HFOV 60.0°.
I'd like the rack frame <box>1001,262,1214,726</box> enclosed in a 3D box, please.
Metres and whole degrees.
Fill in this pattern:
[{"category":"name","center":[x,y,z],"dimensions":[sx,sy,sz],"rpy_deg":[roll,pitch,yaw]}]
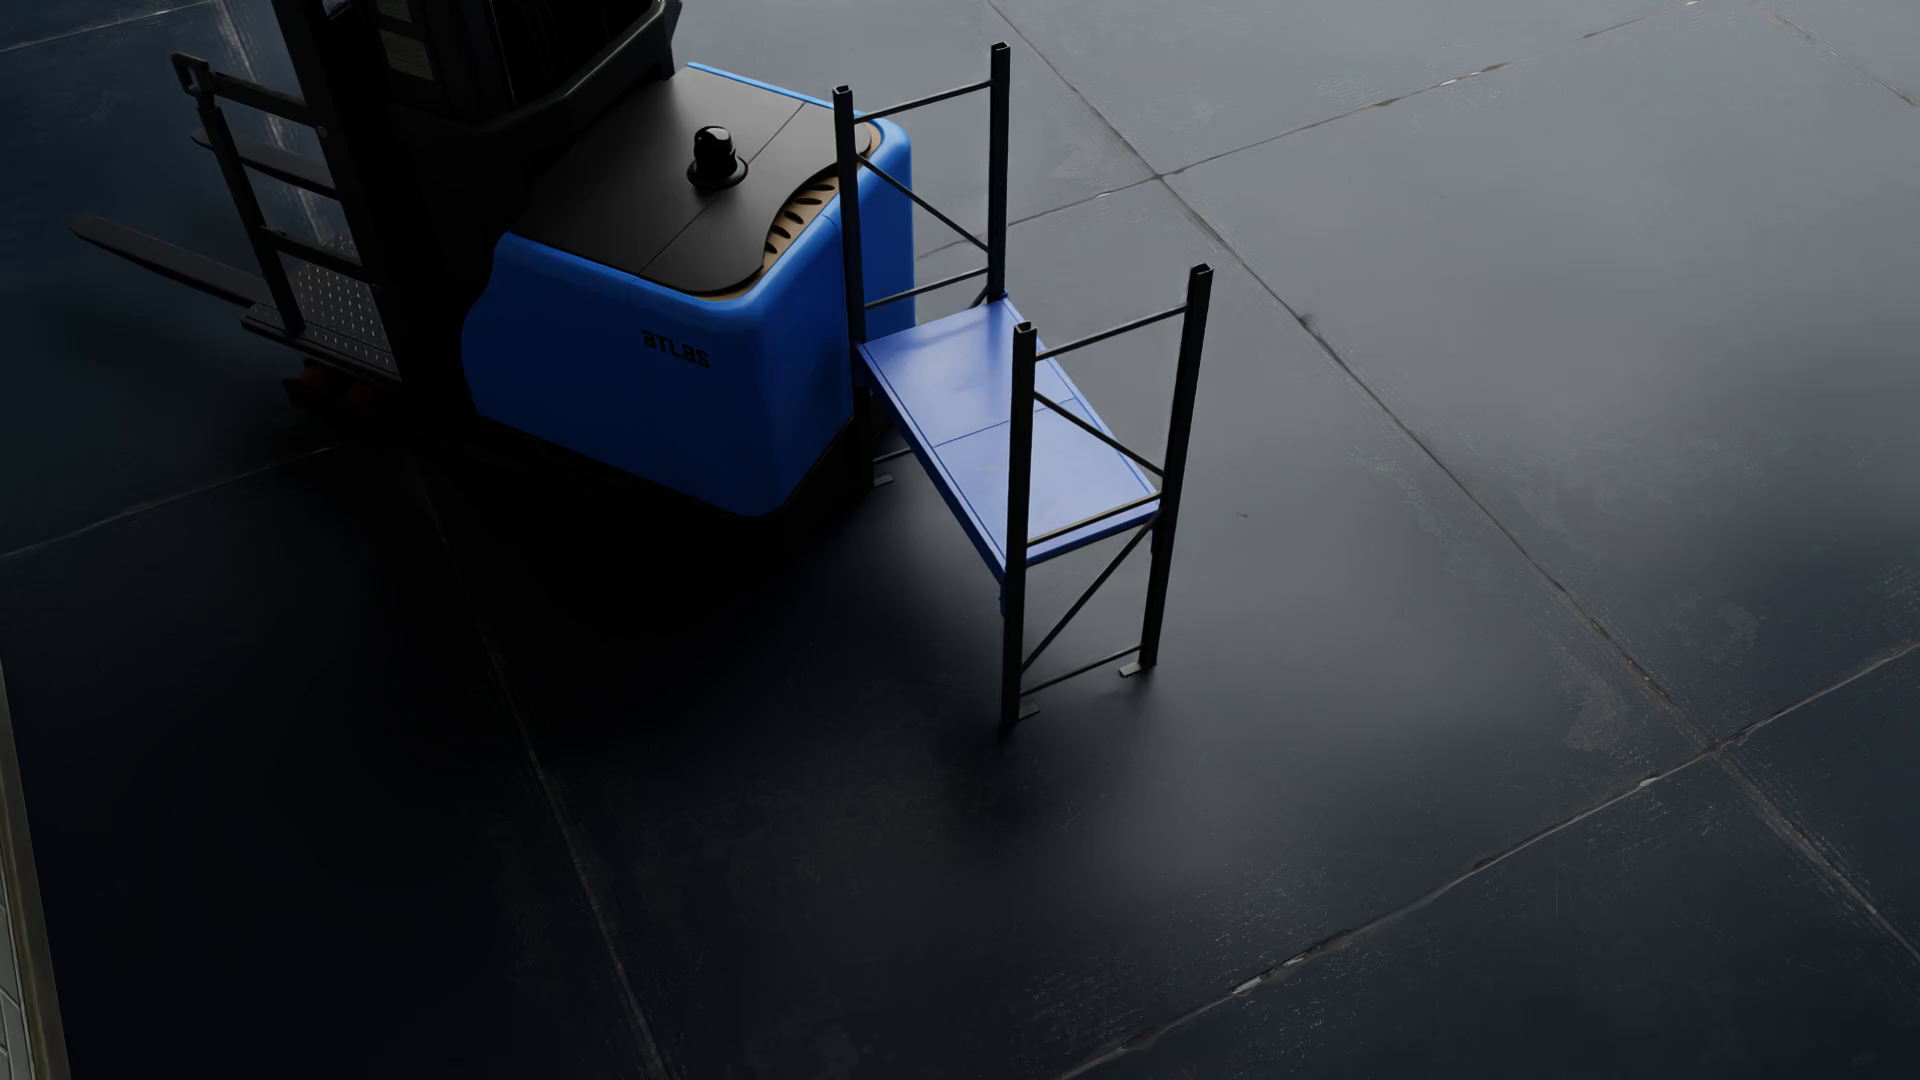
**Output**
[{"category":"rack frame","center":[0.349,-0.052,4.299],"dimensions":[0.500,1.500,0.032],"rpy_deg":[-20,52,-17]}]

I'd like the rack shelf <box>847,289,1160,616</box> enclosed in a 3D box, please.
[{"category":"rack shelf","center":[0.126,-0.278,4.735],"dimensions":[0.538,0.185,1.000],"rpy_deg":[-20,52,-17]}]

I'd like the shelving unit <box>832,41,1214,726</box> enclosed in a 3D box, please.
[{"category":"shelving unit","center":[0.126,-0.396,4.600],"dimensions":[0.538,1.500,1.048],"rpy_deg":[-20,52,-17]}]

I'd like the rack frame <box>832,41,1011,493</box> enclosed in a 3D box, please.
[{"category":"rack frame","center":[-0.097,-0.740,4.901],"dimensions":[0.500,1.500,0.032],"rpy_deg":[-20,52,-17]}]

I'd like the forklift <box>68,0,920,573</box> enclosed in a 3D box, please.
[{"category":"forklift","center":[-1.683,-1.652,4.748],"dimensions":[3.031,2.935,1.130],"rpy_deg":[21,52,17]}]
